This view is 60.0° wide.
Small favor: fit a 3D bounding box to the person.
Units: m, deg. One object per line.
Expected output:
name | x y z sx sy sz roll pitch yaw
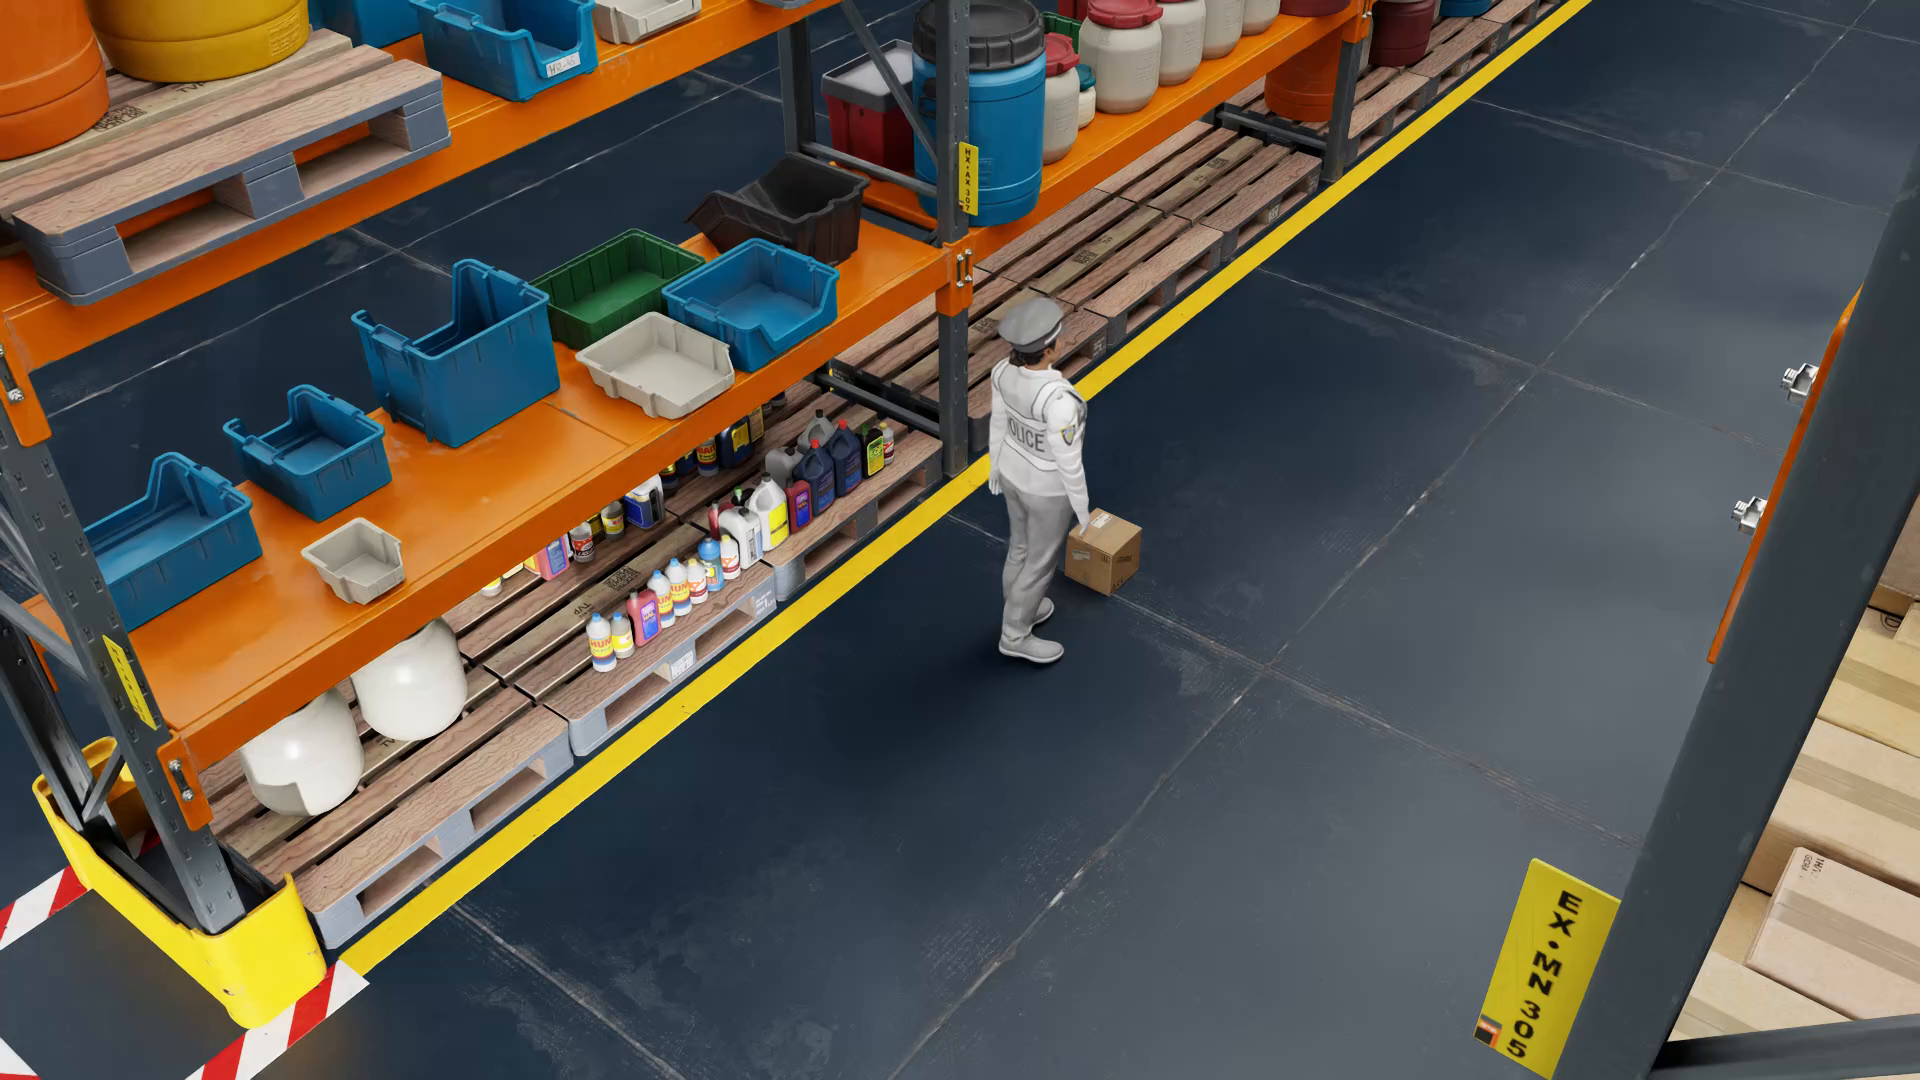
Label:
person | 0.314 -0.230 6.852 0.387 1.681 0.531 -25 45 -27
